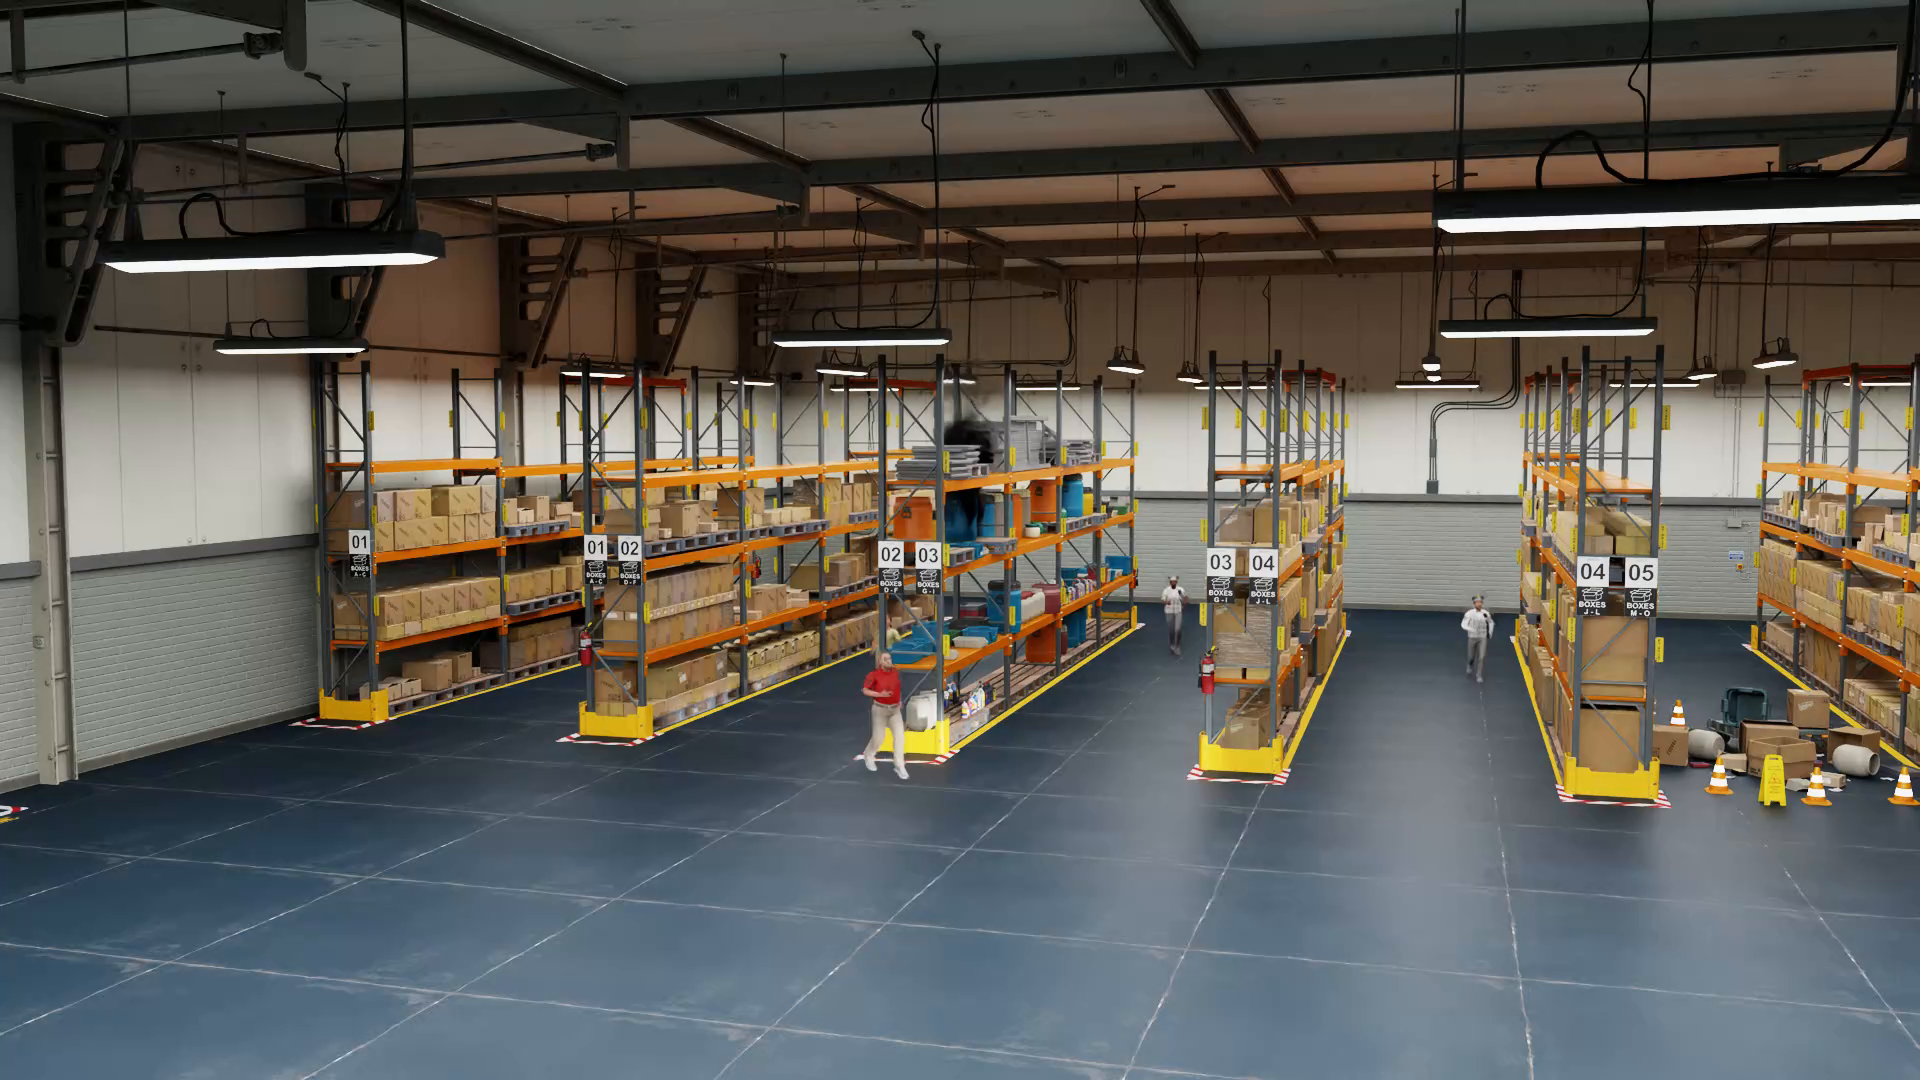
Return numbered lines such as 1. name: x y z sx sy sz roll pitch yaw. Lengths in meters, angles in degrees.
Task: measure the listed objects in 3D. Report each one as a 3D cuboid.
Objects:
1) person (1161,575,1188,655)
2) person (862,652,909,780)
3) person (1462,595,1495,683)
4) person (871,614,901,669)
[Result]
1. person: 4.601 1.610 35.842 0.528 1.751 0.746 1 4 11
2. person: -1.065 2.459 23.500 0.665 1.763 0.863 -2 5 -30
3. person: 9.982 1.882 32.031 0.626 1.663 0.774 1 4 11
4. person: -1.305 2.101 29.233 0.586 1.622 0.752 1 4 19
